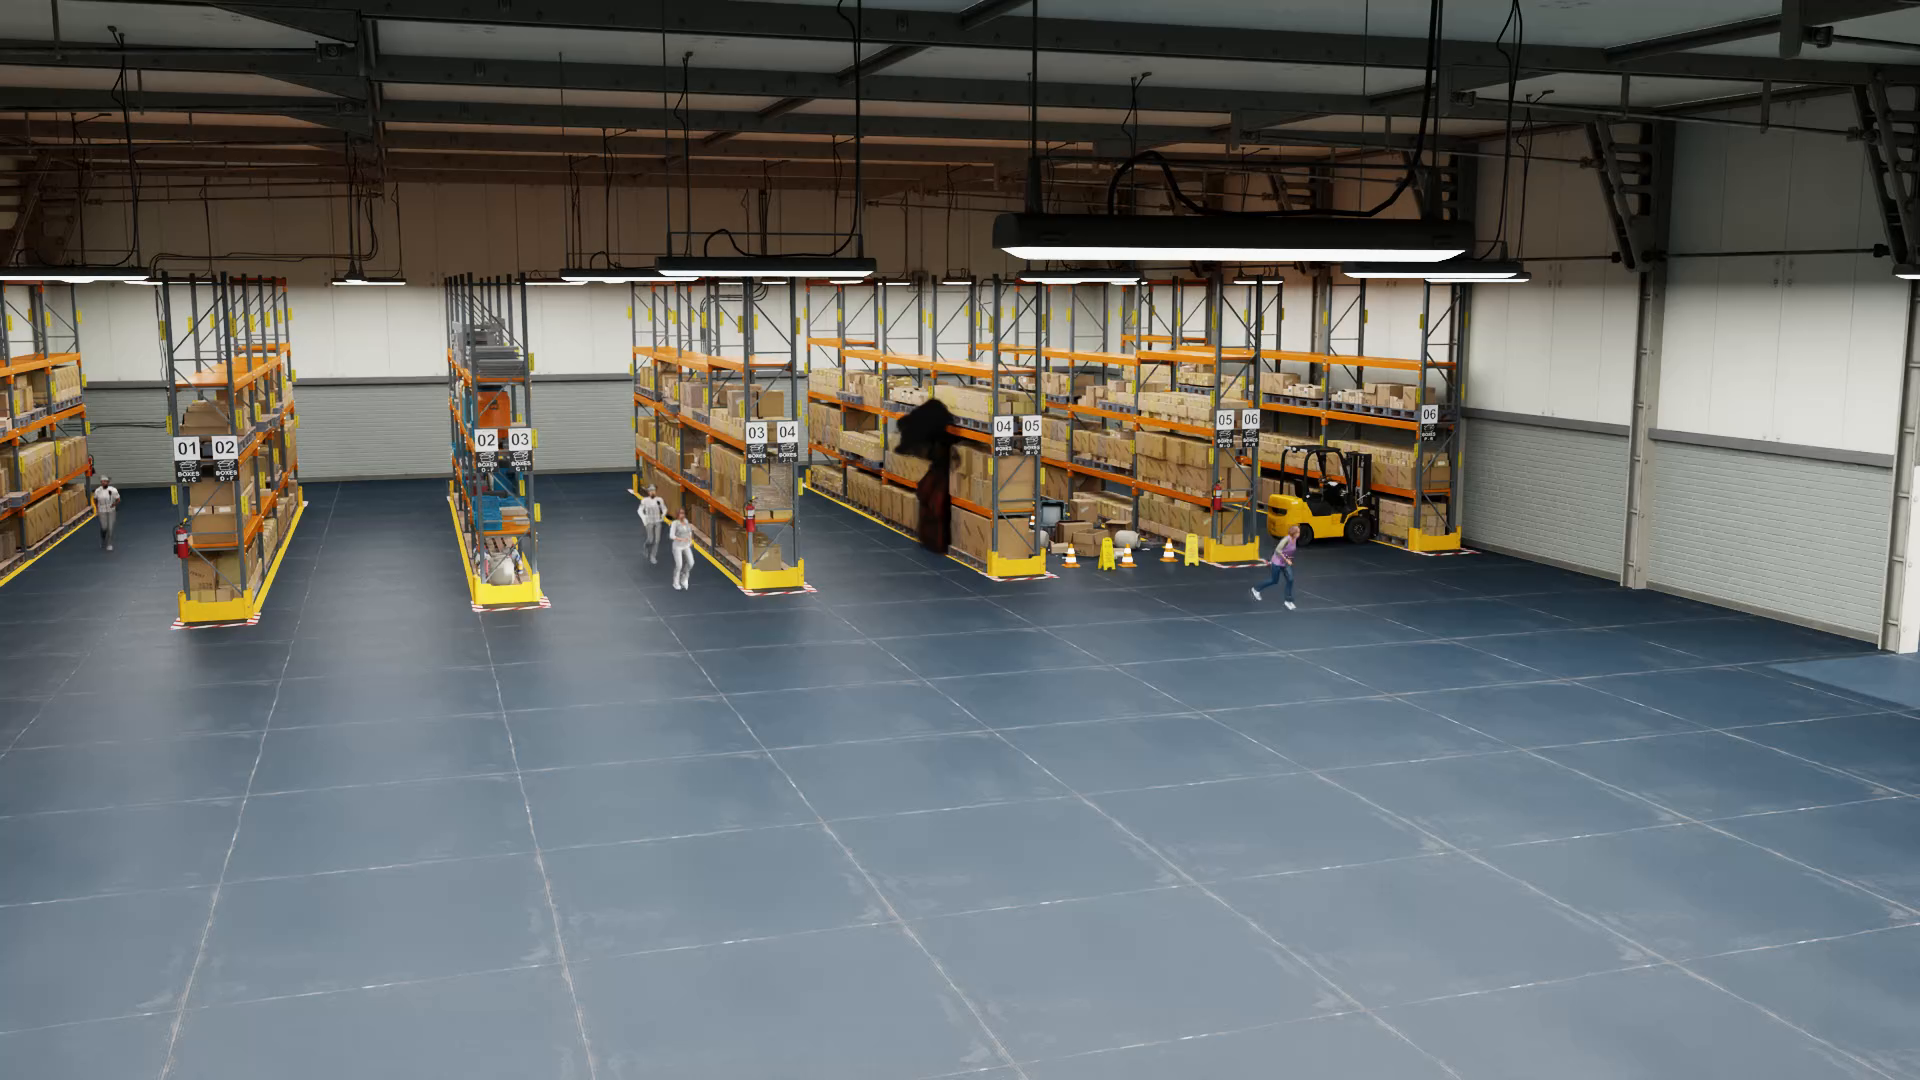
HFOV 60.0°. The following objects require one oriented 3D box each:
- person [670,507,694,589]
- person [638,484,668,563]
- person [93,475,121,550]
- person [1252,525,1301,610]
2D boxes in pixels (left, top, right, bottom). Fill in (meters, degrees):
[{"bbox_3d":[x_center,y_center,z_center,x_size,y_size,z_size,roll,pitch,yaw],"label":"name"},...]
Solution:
[{"bbox_3d":[-5.288,0.166,31.744,0.559,1.589,0.628,-7,11,-40],"label":"person"},{"bbox_3d":[-6.446,-0.357,35.000,0.609,1.671,0.585,-3,9,-19],"label":"person"},{"bbox_3d":[-18.741,-0.606,36.553,0.561,1.667,0.573,-4,9,-23],"label":"person"},{"bbox_3d":[5.719,0.468,30.080,0.915,1.547,0.570,6,10,34],"label":"person"}]
